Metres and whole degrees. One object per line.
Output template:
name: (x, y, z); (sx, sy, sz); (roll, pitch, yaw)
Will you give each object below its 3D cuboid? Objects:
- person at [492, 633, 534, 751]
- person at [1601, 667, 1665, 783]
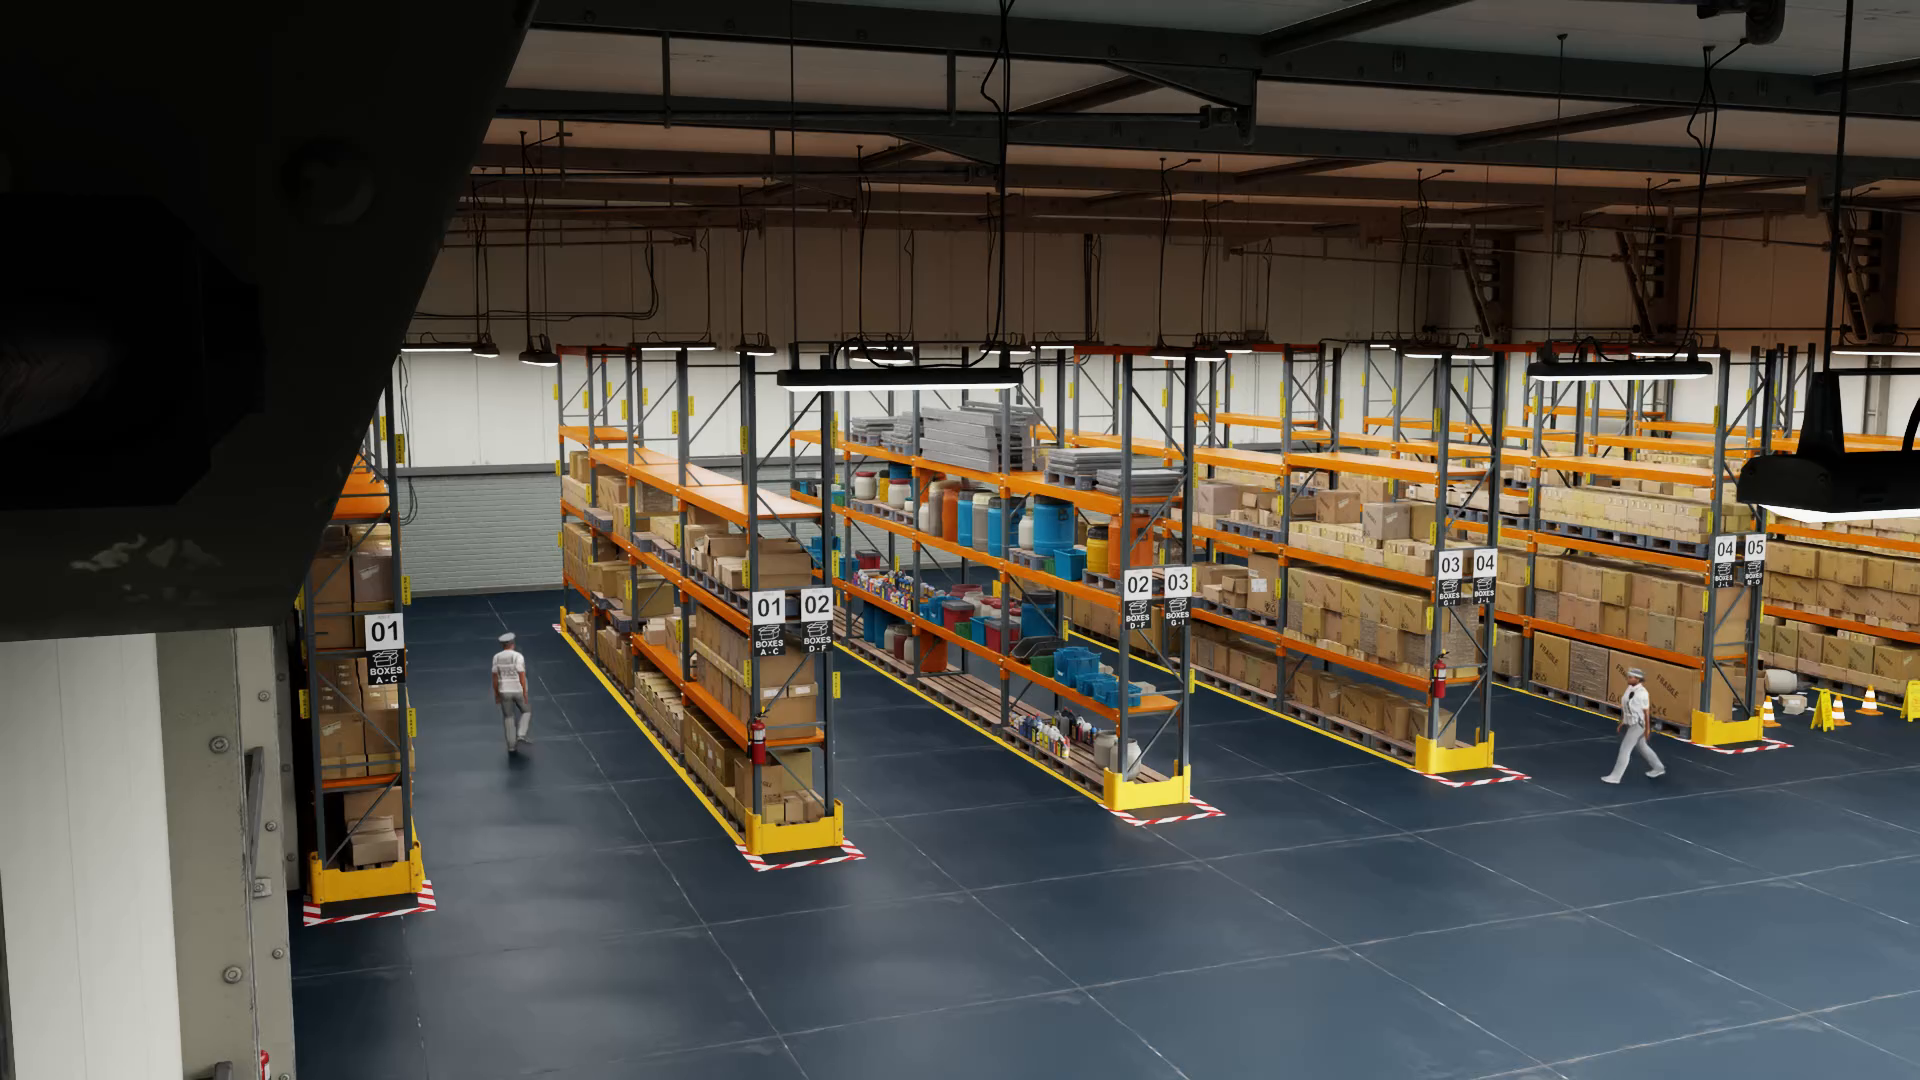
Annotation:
person: (-6.723, 2.289, 24.997); (0.598, 1.747, 0.544); (-1, 7, -8)
person: (9.419, 2.571, 23.208); (1.018, 1.630, 0.457); (-1, 7, -7)
